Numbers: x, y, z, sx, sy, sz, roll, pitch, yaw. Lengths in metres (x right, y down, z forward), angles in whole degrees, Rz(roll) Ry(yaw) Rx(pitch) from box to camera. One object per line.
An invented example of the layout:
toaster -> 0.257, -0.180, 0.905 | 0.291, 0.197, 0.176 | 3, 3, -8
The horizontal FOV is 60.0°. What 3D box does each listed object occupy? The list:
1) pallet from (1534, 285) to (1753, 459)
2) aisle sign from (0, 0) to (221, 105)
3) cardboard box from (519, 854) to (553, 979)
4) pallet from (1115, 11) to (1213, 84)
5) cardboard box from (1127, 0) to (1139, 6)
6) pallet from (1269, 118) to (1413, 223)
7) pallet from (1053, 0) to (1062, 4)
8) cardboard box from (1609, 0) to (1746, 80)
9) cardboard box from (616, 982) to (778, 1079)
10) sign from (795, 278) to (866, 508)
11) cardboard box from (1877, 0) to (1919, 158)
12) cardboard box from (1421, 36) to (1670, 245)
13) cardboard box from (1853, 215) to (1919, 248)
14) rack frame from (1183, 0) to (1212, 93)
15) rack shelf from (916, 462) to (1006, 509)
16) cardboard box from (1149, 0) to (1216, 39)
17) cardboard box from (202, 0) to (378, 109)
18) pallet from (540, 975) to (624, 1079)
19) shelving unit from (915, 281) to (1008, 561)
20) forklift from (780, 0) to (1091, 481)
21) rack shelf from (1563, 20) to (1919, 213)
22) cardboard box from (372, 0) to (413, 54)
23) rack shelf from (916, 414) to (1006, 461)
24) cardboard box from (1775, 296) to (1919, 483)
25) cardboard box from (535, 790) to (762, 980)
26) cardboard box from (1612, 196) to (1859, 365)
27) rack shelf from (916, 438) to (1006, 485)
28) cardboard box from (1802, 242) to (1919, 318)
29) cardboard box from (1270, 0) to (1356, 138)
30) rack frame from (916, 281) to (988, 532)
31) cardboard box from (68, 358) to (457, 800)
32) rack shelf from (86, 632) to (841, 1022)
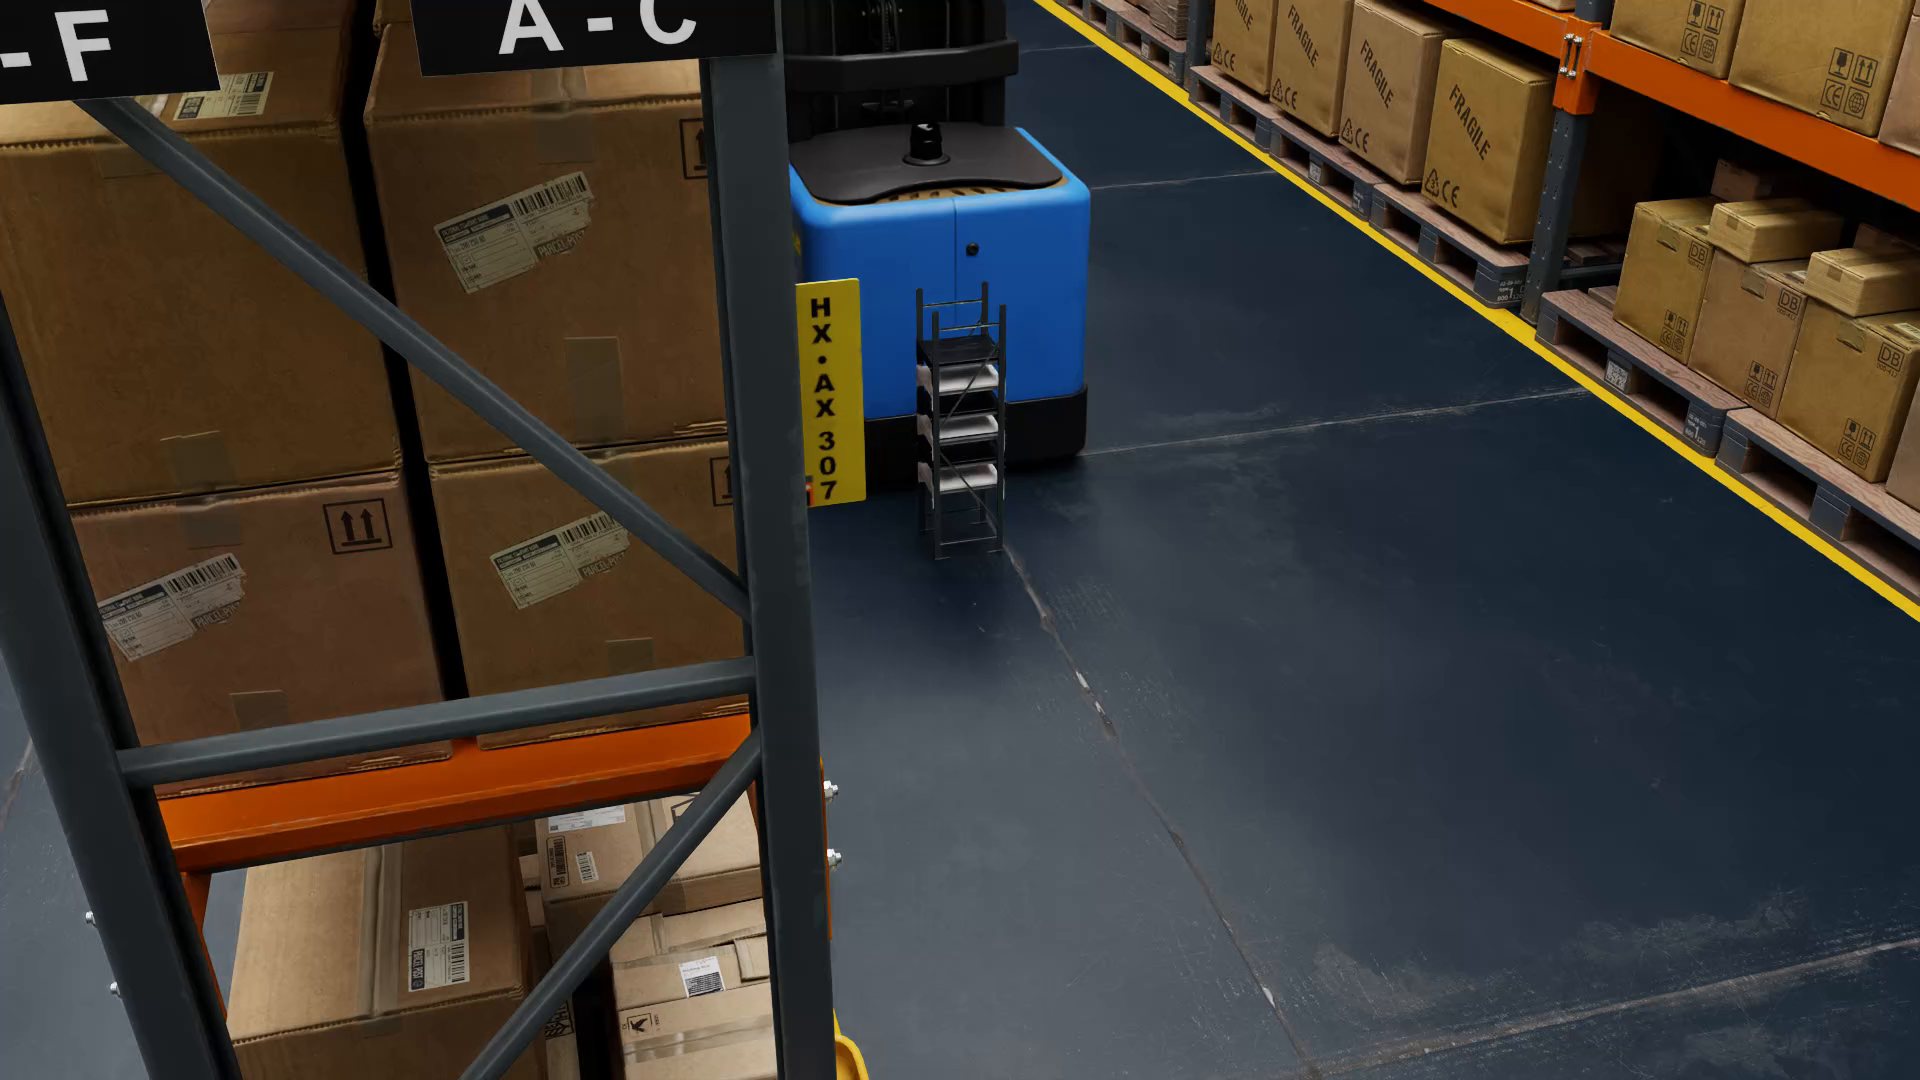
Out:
pallet -> 3.137, -0.752, 6.839 | 1.003, 0.211, 1.213 | -8, 31, -13
aisle sign -> -0.980, -0.796, 1.535 | 0.394, 0.787, 0.004 | -8, 31, -13
cardboard box -> -1.105, 0.854, 3.669 | 0.380, 0.166, 0.250 | -8, 31, -13
pallet -> 1.743, -3.439, 11.481 | 1.003, 0.211, 1.213 | -8, 31, -13
cardboard box -> 1.524, -4.218, 12.100 | 0.700, 0.500, 0.500 | -8, 31, -14
pallet -> 2.406, -2.083, 9.138 | 1.003, 0.211, 1.213 | -8, 31, -13
pallet -> 1.096, -4.618, 13.517 | 1.003, 0.211, 1.213 | -8, 31, -13
cardboard box -> 3.139, -2.202, 6.261 | 0.980, 0.700, 0.700 | -7, 31, -13
cardboard box -> -0.482, 1.051, 3.346 | 0.380, 0.149, 0.250 | -8, 31, -13
sign -> -0.179, -0.191, 2.222 | 0.100, 0.325, 0.005 | -8, 31, -13
cardboard box -> 3.530, -1.499, 5.046 | 0.980, 0.700, 0.700 | -9, 31, -16
cardboard box -> 2.713, -1.885, 7.738 | 0.750, 0.750, 0.750 | -7, 31, -13
cardboard box -> 3.476, -1.057, 6.011 | 0.380, 0.149, 0.250 | -9, 31, -15
rack frame -> 1.949, -4.268, 10.130 | 1.000, 3.000, 0.127 | -8, 31, -13
rack shelf -> 0.002, -0.201, 5.625 | 0.258, 0.077, 0.200 | -8, 31, -13
cardboard box -> 1.708, -3.718, 11.235 | 0.700, 0.500, 0.500 | -7, 31, -13
cardboard box -> -1.220, -0.643, 2.768 | 0.500, 0.500, 0.500 | -7, 31, -12
pallet -> -0.935, 1.041, 3.741 | 1.003, 0.211, 1.213 | -8, 31, -13
shelving unit -> 0.002, -0.386, 5.518 | 0.258, 0.900, 0.210 | -8, 31, -13
forklift -> -0.424, -2.192, 6.611 | 1.130, 2.935, 3.031 | -8, 31, -14
rack shelf -> 3.542, -1.059, 5.304 | 1.077, 0.370, 4.000 | -8, 31, -13
cardboard box -> -0.712, -0.721, 2.904 | 0.500, 0.500, 0.500 | -8, 31, -13
rack shelf -> 0.002, -0.357, 5.534 | 0.258, 0.077, 0.200 | -8, 31, -13
cardboard box -> 3.375, -0.570, 5.817 | 0.700, 0.500, 0.500 | -7, 31, -12
cardboard box -> -0.706, 0.714, 3.828 | 0.500, 0.250, 0.500 | -8, 31, -13
cardboard box -> 3.111, -1.062, 6.666 | 0.700, 0.500, 0.500 | -7, 31, -13
rack shelf -> 0.002, -0.279, 5.580 | 0.258, 0.077, 0.200 | -8, 31, -13
cardboard box -> 3.164, -0.901, 5.740 | 0.380, 0.149, 0.250 | -9, 31, -15
cardboard box -> 2.244, -2.723, 9.187 | 0.750, 0.750, 0.750 | -8, 31, -14
rack frame -> -0.025, -0.435, 5.603 | 0.240, 0.900, 0.006 | -8, 31, -13
cardboard box -> -1.084, 0.032, 2.600 | 0.500, 0.500, 0.500 | -7, 31, -12
rack shelf -> -1.233, -0.399, 4.163 | 1.077, 0.370, 4.000 | -8, 31, -13
